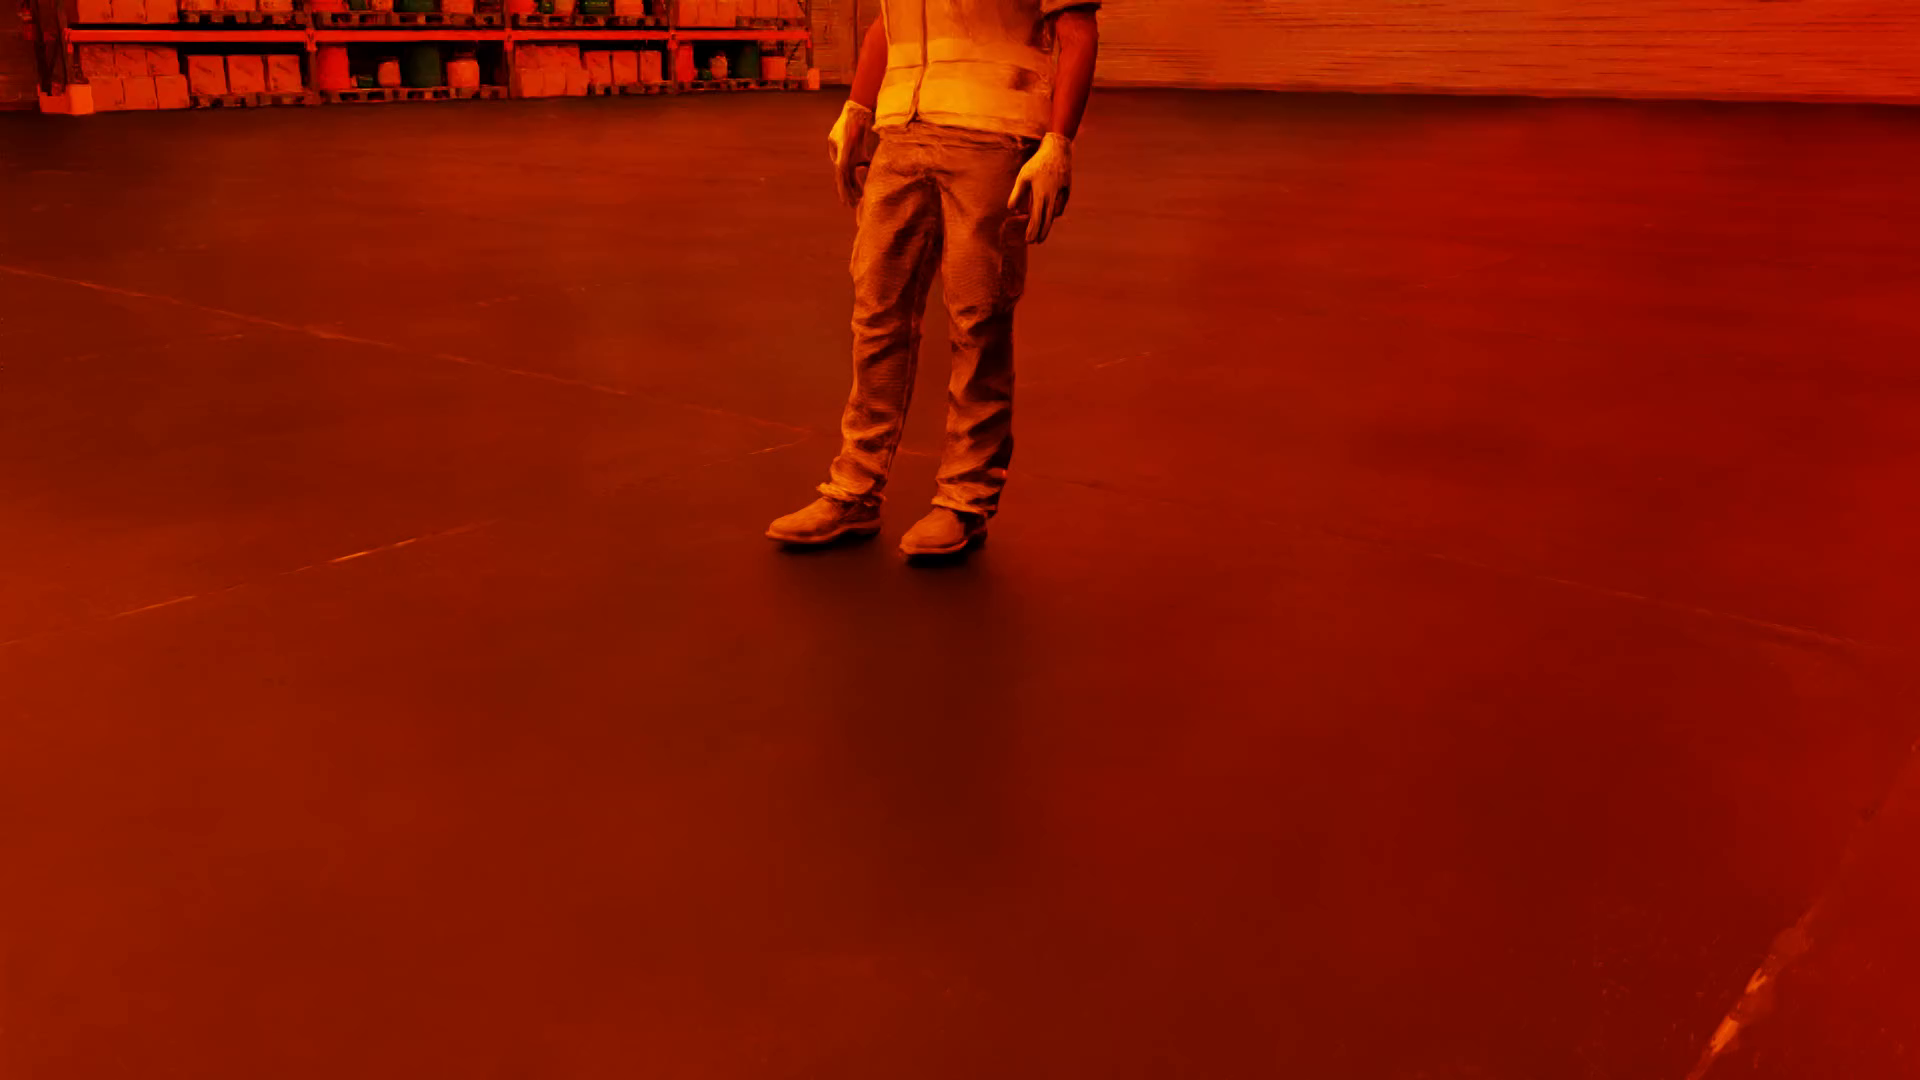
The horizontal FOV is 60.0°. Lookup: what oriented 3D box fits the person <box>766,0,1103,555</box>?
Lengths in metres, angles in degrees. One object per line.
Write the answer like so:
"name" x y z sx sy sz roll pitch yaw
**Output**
"person" -0.052 -0.845 3.633 0.655 1.782 0.576 13 21 37
